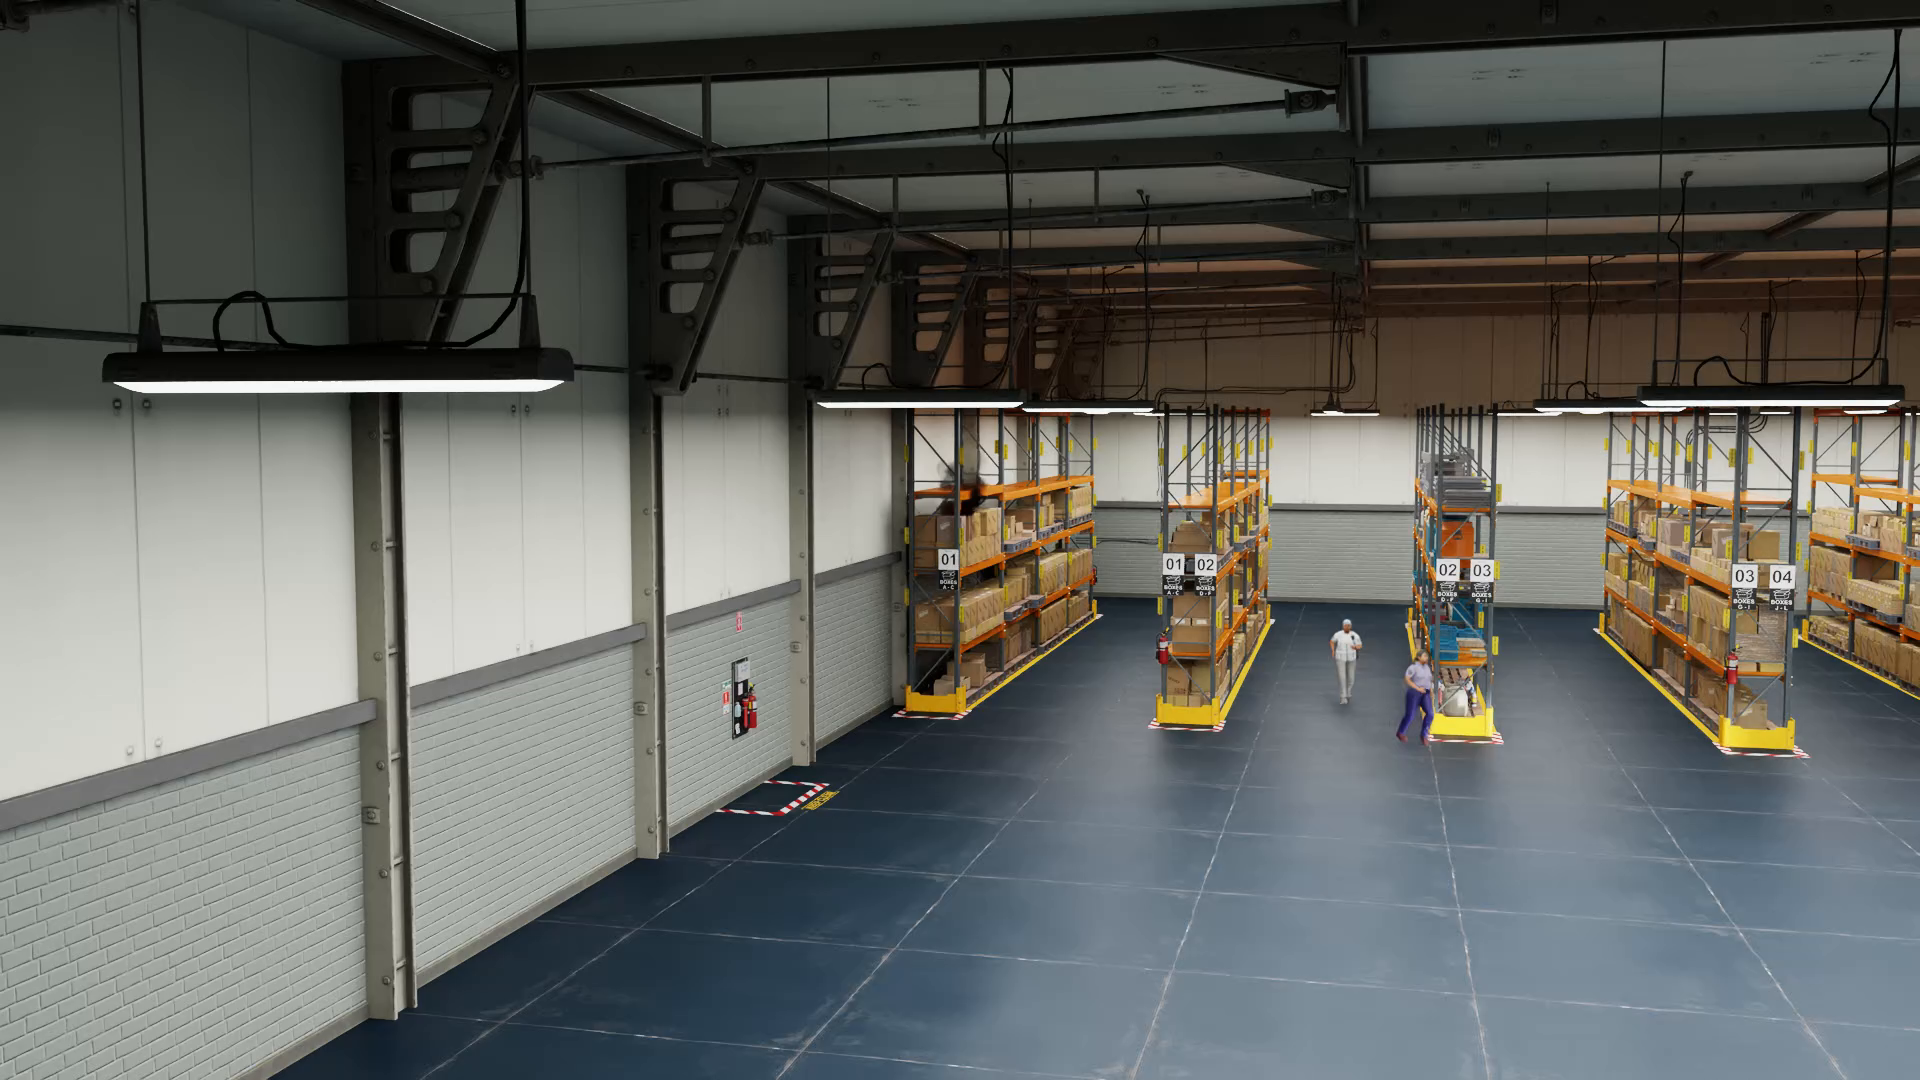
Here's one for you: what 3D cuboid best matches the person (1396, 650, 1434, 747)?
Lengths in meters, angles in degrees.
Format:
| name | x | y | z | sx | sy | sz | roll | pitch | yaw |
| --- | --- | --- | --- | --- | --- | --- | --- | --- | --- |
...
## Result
| name | x | y | z | sx | sy | sz | roll | pitch | yaw |
| --- | --- | --- | --- | --- | --- | --- | --- | --- | --- |
| person | 8.131 | 2.780 | 29.347 | 0.653 | 1.662 | 0.698 | -2 | 4 | -21 |

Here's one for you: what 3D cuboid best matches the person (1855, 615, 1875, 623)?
| name | x | y | z | sx | sy | sz | roll | pitch | yaw |
| --- | --- | --- | --- | --- | --- | --- | --- | --- | --- |
| person | 24.016 | 1.688 | 44.041 | 0.935 | 1.748 | 0.581 | 1 | 4 | 11 |

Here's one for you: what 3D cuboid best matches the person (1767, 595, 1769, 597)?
| name | x | y | z | sx | sy | sz | roll | pitch | yaw |
| --- | --- | --- | --- | --- | --- | --- | --- | --- | --- |
| person | 21.723 | 1.638 | 44.462 | 0.571 | 1.713 | 0.802 | 0 | 4 | -2 |

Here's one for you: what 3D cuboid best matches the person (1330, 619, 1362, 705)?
| name | x | y | z | sx | sy | sz | roll | pitch | yaw |
| --- | --- | --- | --- | --- | --- | --- | --- | --- | --- |
| person | 7.800 | 2.430 | 33.561 | 0.603 | 1.662 | 0.906 | 0 | 4 | 5 |
